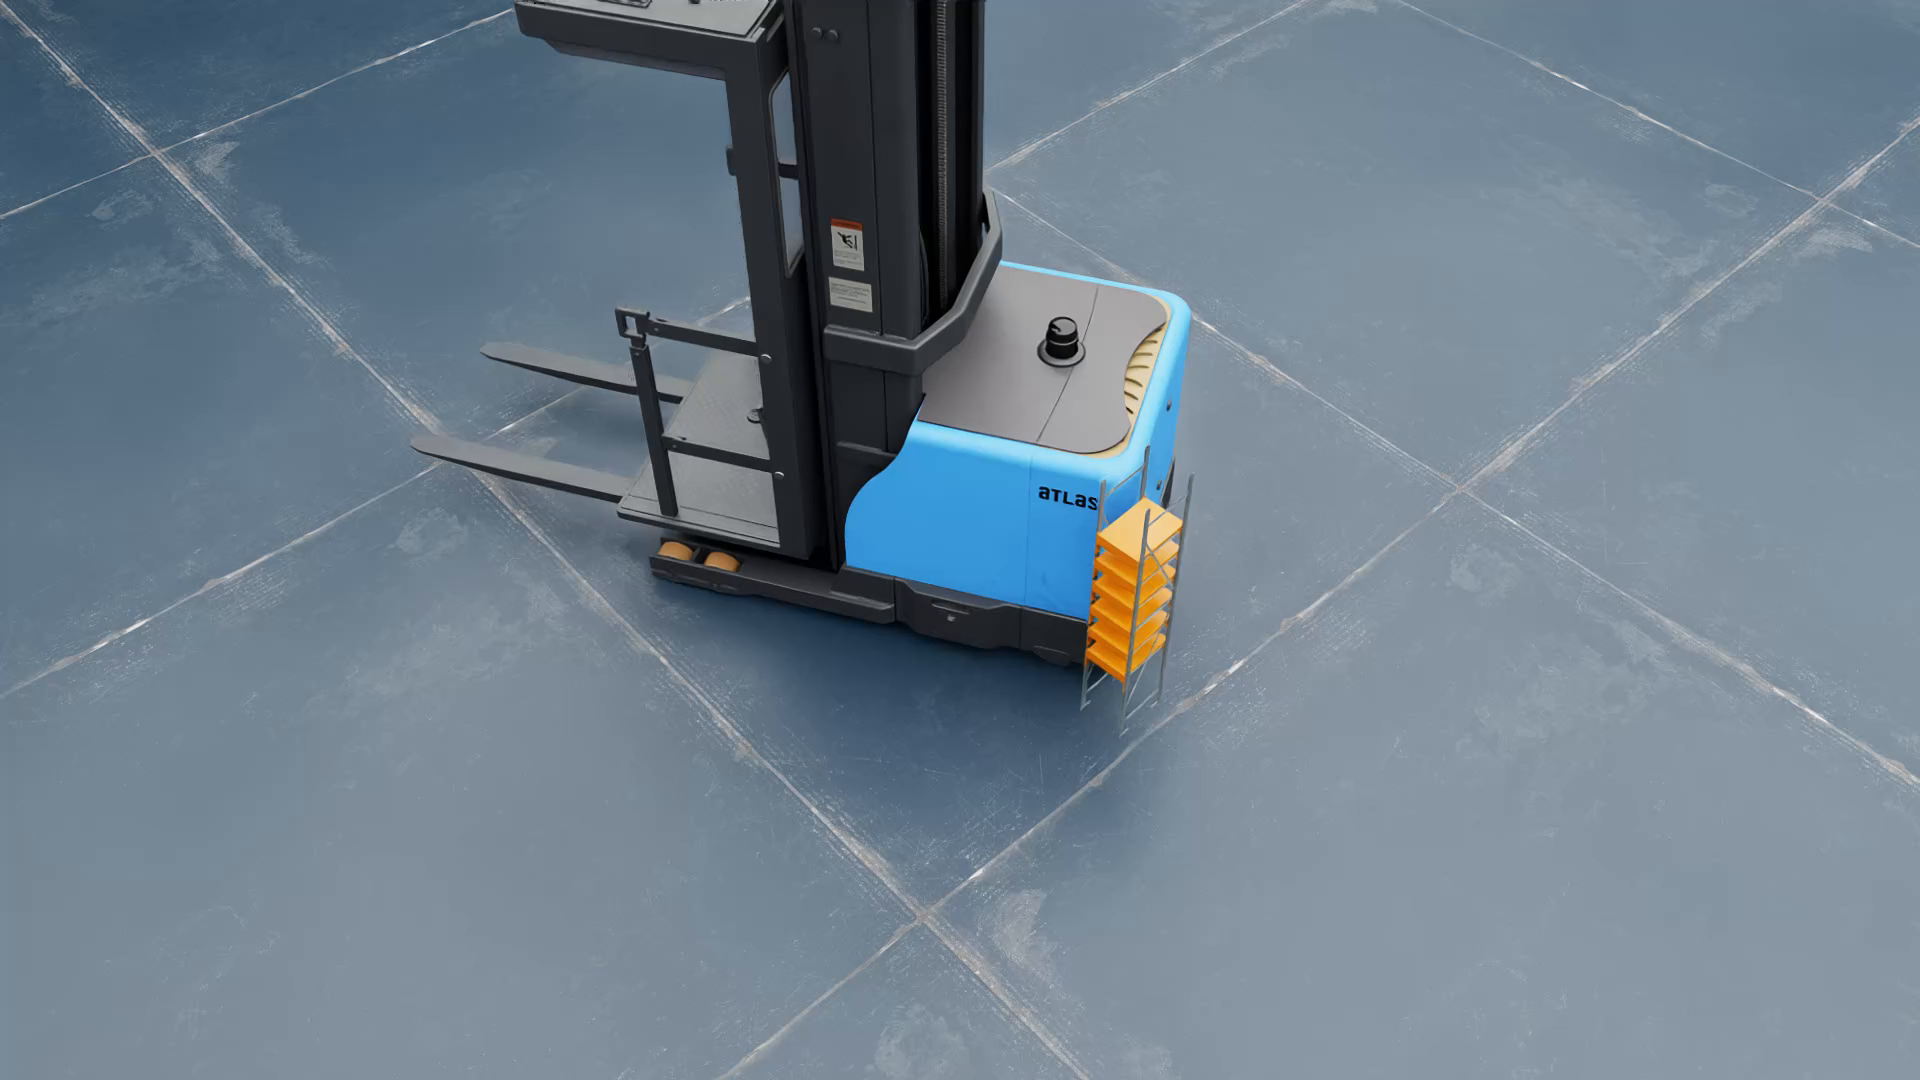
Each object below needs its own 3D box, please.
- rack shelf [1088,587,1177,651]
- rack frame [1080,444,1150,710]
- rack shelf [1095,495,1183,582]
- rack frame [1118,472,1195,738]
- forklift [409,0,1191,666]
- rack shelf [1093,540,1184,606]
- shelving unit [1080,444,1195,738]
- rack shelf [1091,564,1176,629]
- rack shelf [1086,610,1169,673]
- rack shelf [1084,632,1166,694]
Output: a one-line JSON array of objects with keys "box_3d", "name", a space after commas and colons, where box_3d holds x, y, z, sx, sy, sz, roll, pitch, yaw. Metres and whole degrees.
[{"box_3d": [0.598, 0.237, 5.776, 0.180, 0.103, 0.258, 35, 56, 28], "name": "rack shelf"}, {"box_3d": [0.533, 0.160, 5.786, 0.006, 1.200, 0.240, 35, 56, 28], "name": "rack frame"}, {"box_3d": [0.599, -0.007, 5.511, 0.180, 0.103, 0.258, 35, 56, 28], "name": "rack shelf"}, {"box_3d": [0.664, 0.253, 5.700, 0.006, 1.200, 0.240, 35, 56, 28], "name": "rack frame"}, {"box_3d": [-0.712, -1.144, 5.811, 3.031, 2.935, 1.130, 13, 49, 11], "name": "forklift"}, {"box_3d": [0.599, 0.074, 5.599, 0.180, 0.103, 0.258, 35, 56, 28], "name": "rack shelf"}, {"box_3d": [0.599, 0.206, 5.743, 0.189, 1.200, 0.258, 35, 56, 28], "name": "shelving unit"}, {"box_3d": [0.599, 0.155, 5.687, 0.180, 0.103, 0.258, 35, 56, 28], "name": "rack shelf"}, {"box_3d": [0.598, 0.318, 5.864, 0.180, 0.103, 0.258, 35, 56, 28], "name": "rack shelf"}, {"box_3d": [0.598, 0.399, 5.952, 0.180, 0.103, 0.258, 35, 56, 28], "name": "rack shelf"}]
